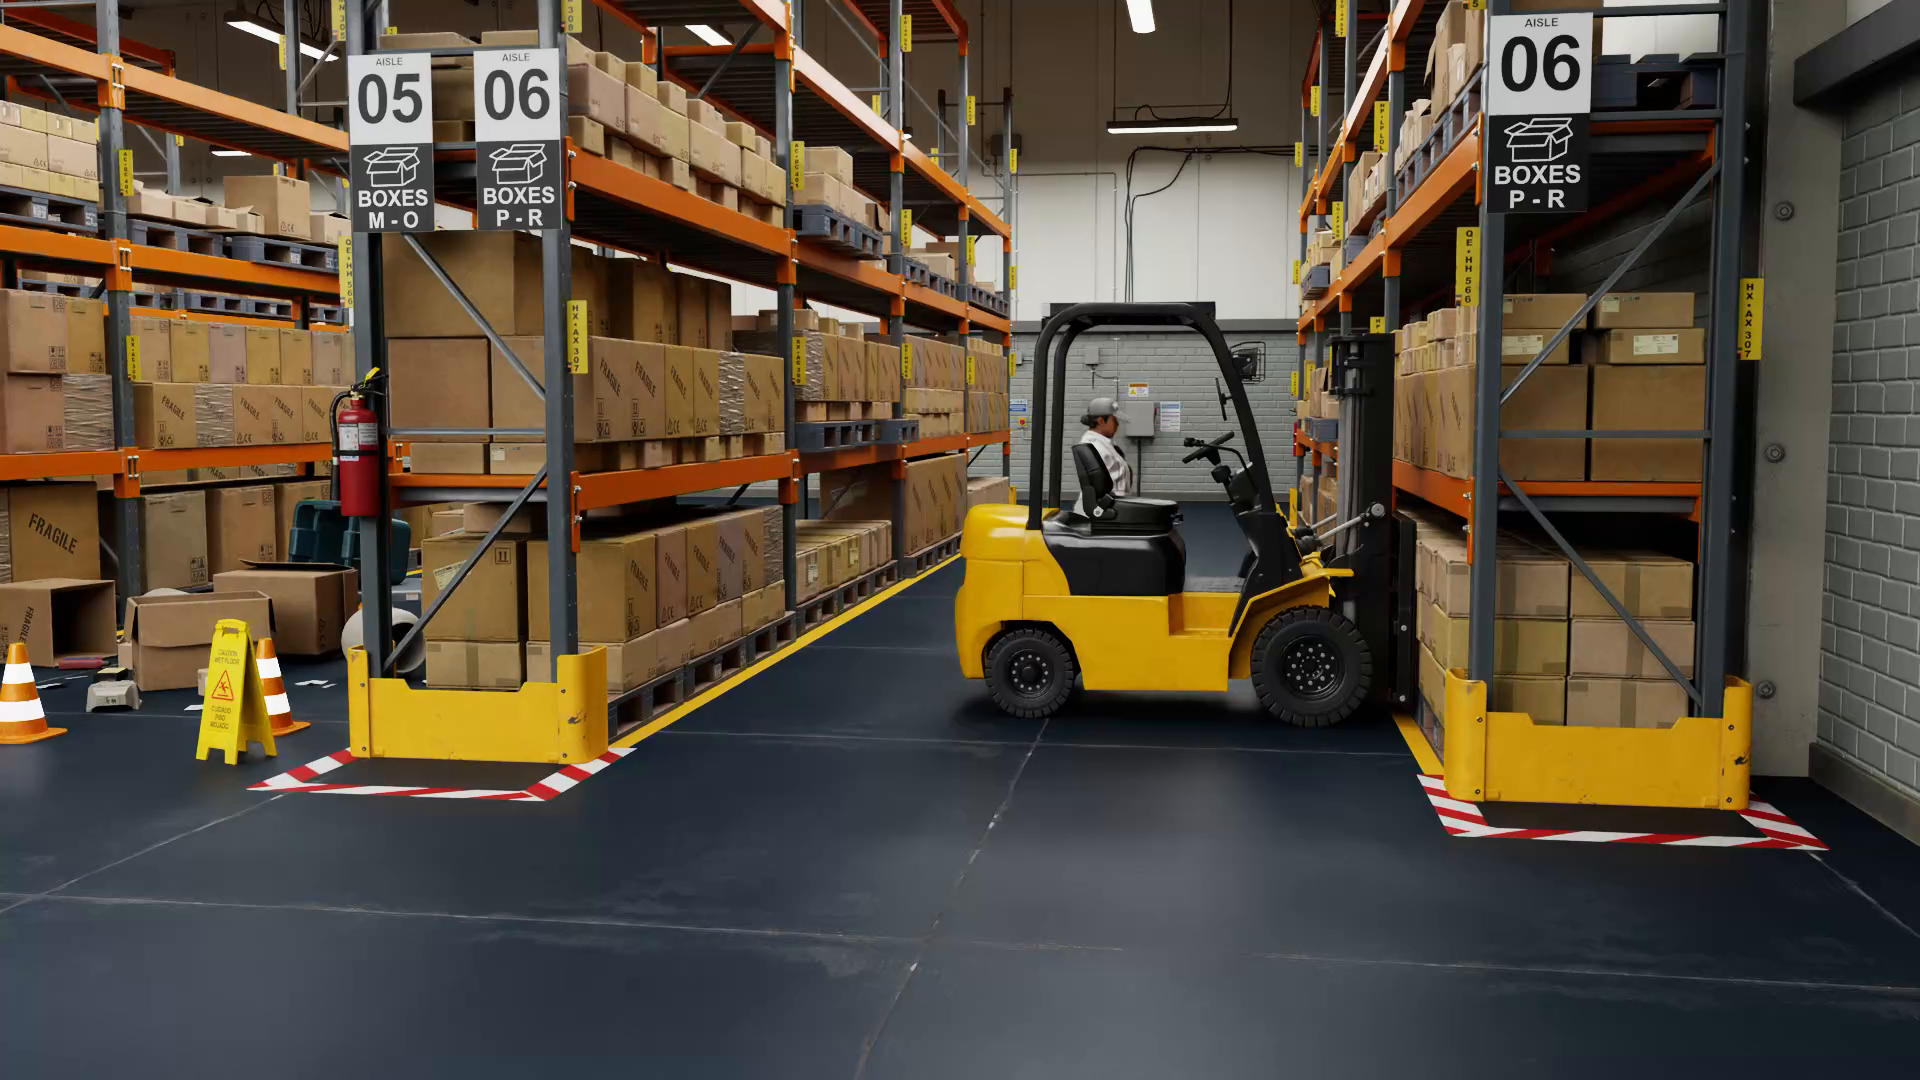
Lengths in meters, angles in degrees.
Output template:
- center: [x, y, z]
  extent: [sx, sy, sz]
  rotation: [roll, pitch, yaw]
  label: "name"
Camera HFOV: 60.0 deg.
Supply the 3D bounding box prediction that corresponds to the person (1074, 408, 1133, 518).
- center: [0.923, -0.052, 10.686]
  extent: [0.405, 1.698, 0.501]
  rotation: [1, 5, 8]
  label: "person"
